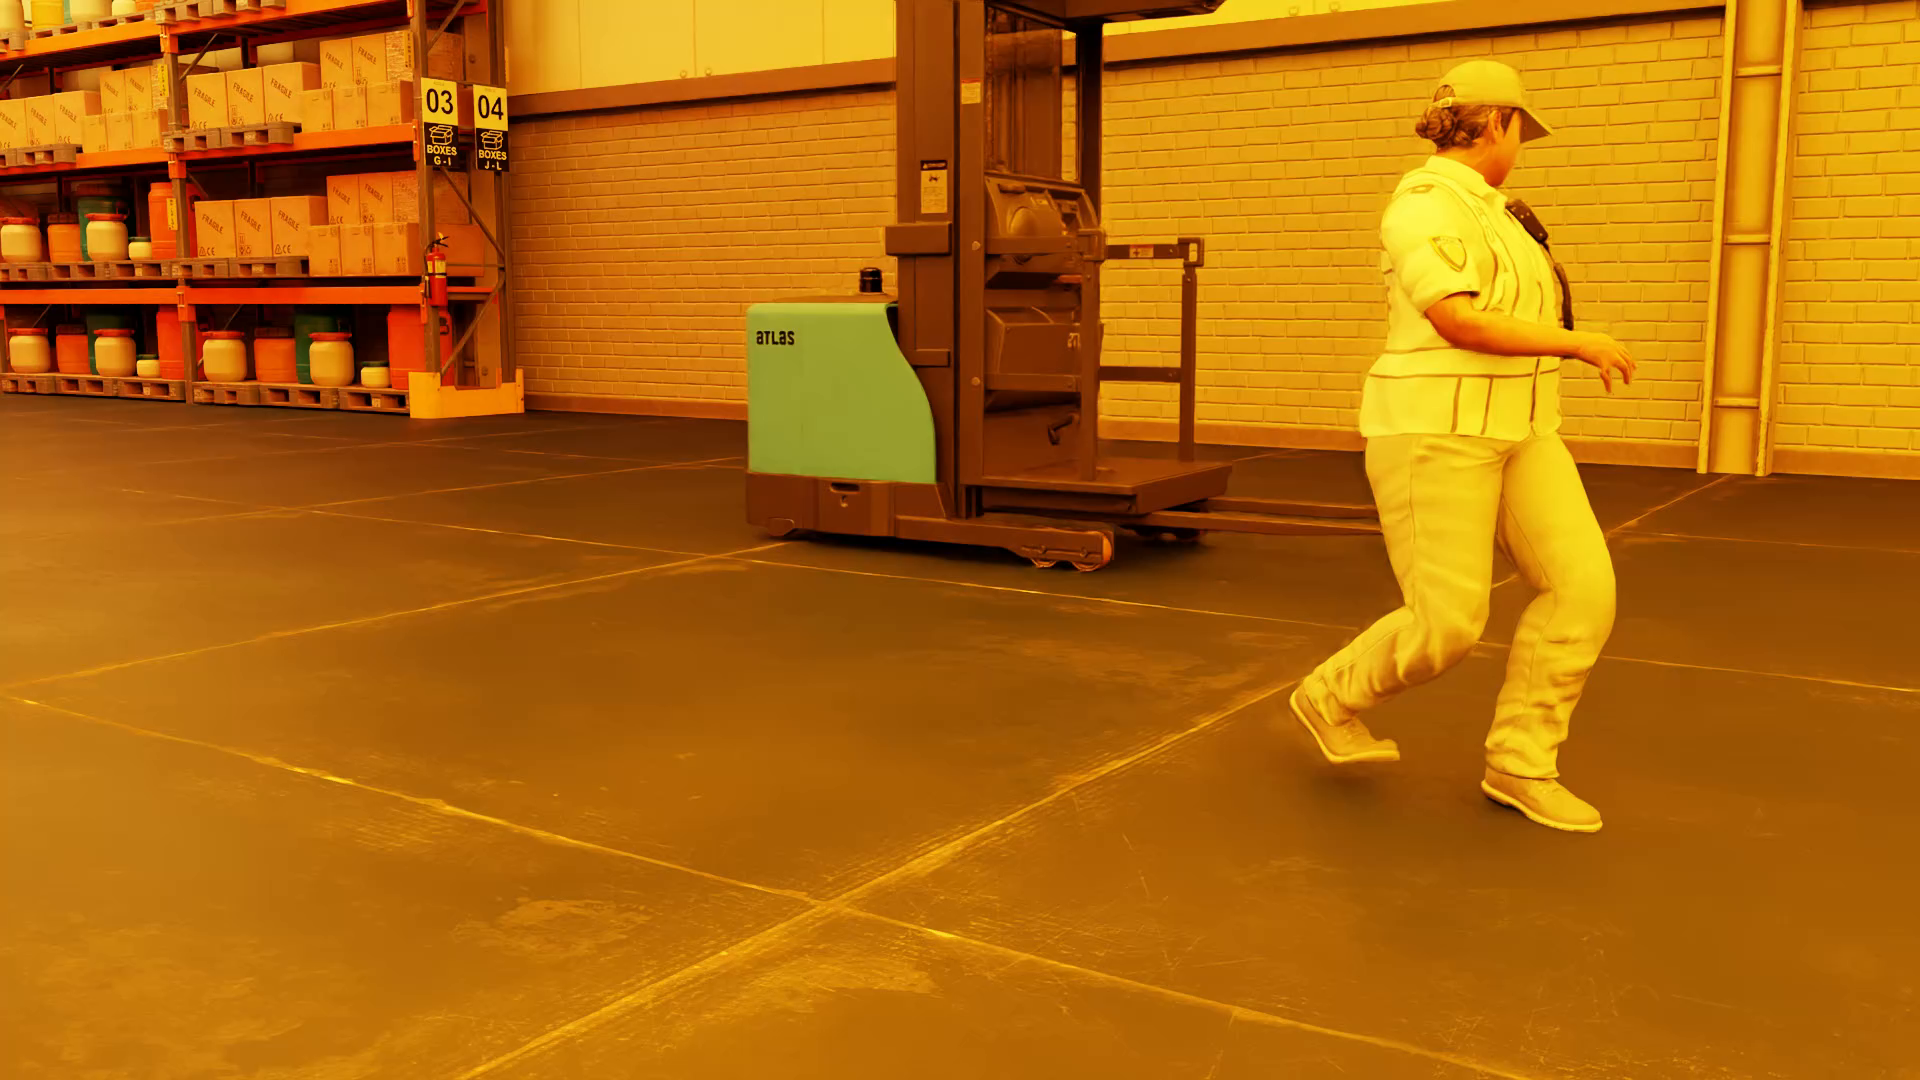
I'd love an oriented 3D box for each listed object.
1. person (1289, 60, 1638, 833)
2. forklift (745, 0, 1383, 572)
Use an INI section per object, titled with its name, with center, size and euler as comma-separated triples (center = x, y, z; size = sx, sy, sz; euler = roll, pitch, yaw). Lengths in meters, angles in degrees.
[person]
center = 1.090, -0.221, 3.588
size = 0.553, 1.589, 0.734
euler = -6, 10, -36
[forklift]
center = 0.542, -1.408, 7.095
size = 3.031, 2.935, 1.130
euler = 5, 9, 31
